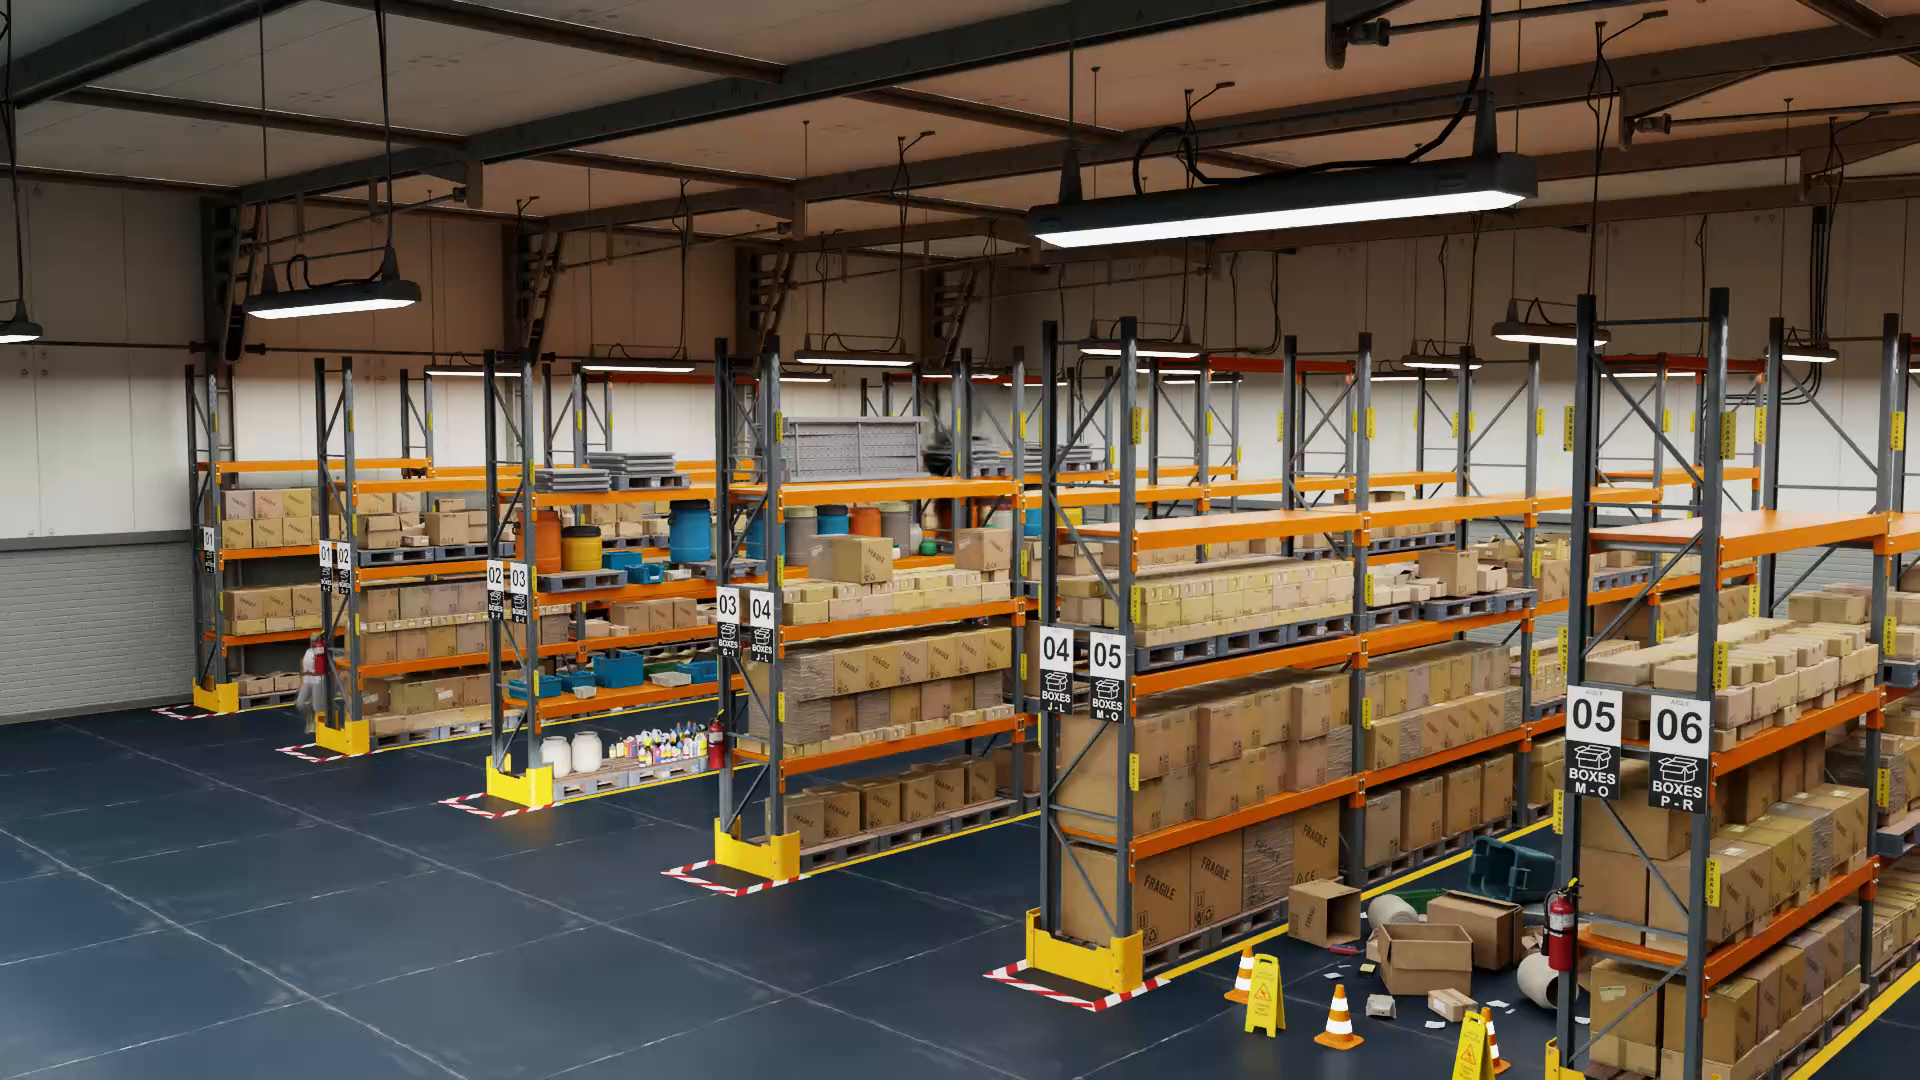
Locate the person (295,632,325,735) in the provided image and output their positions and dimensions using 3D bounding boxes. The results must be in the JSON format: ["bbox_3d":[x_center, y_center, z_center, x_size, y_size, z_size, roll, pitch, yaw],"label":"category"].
[{"bbox_3d":[-10.302,2.300,26.657,0.554,1.687,0.611,1,5,18],"label":"person"}]
